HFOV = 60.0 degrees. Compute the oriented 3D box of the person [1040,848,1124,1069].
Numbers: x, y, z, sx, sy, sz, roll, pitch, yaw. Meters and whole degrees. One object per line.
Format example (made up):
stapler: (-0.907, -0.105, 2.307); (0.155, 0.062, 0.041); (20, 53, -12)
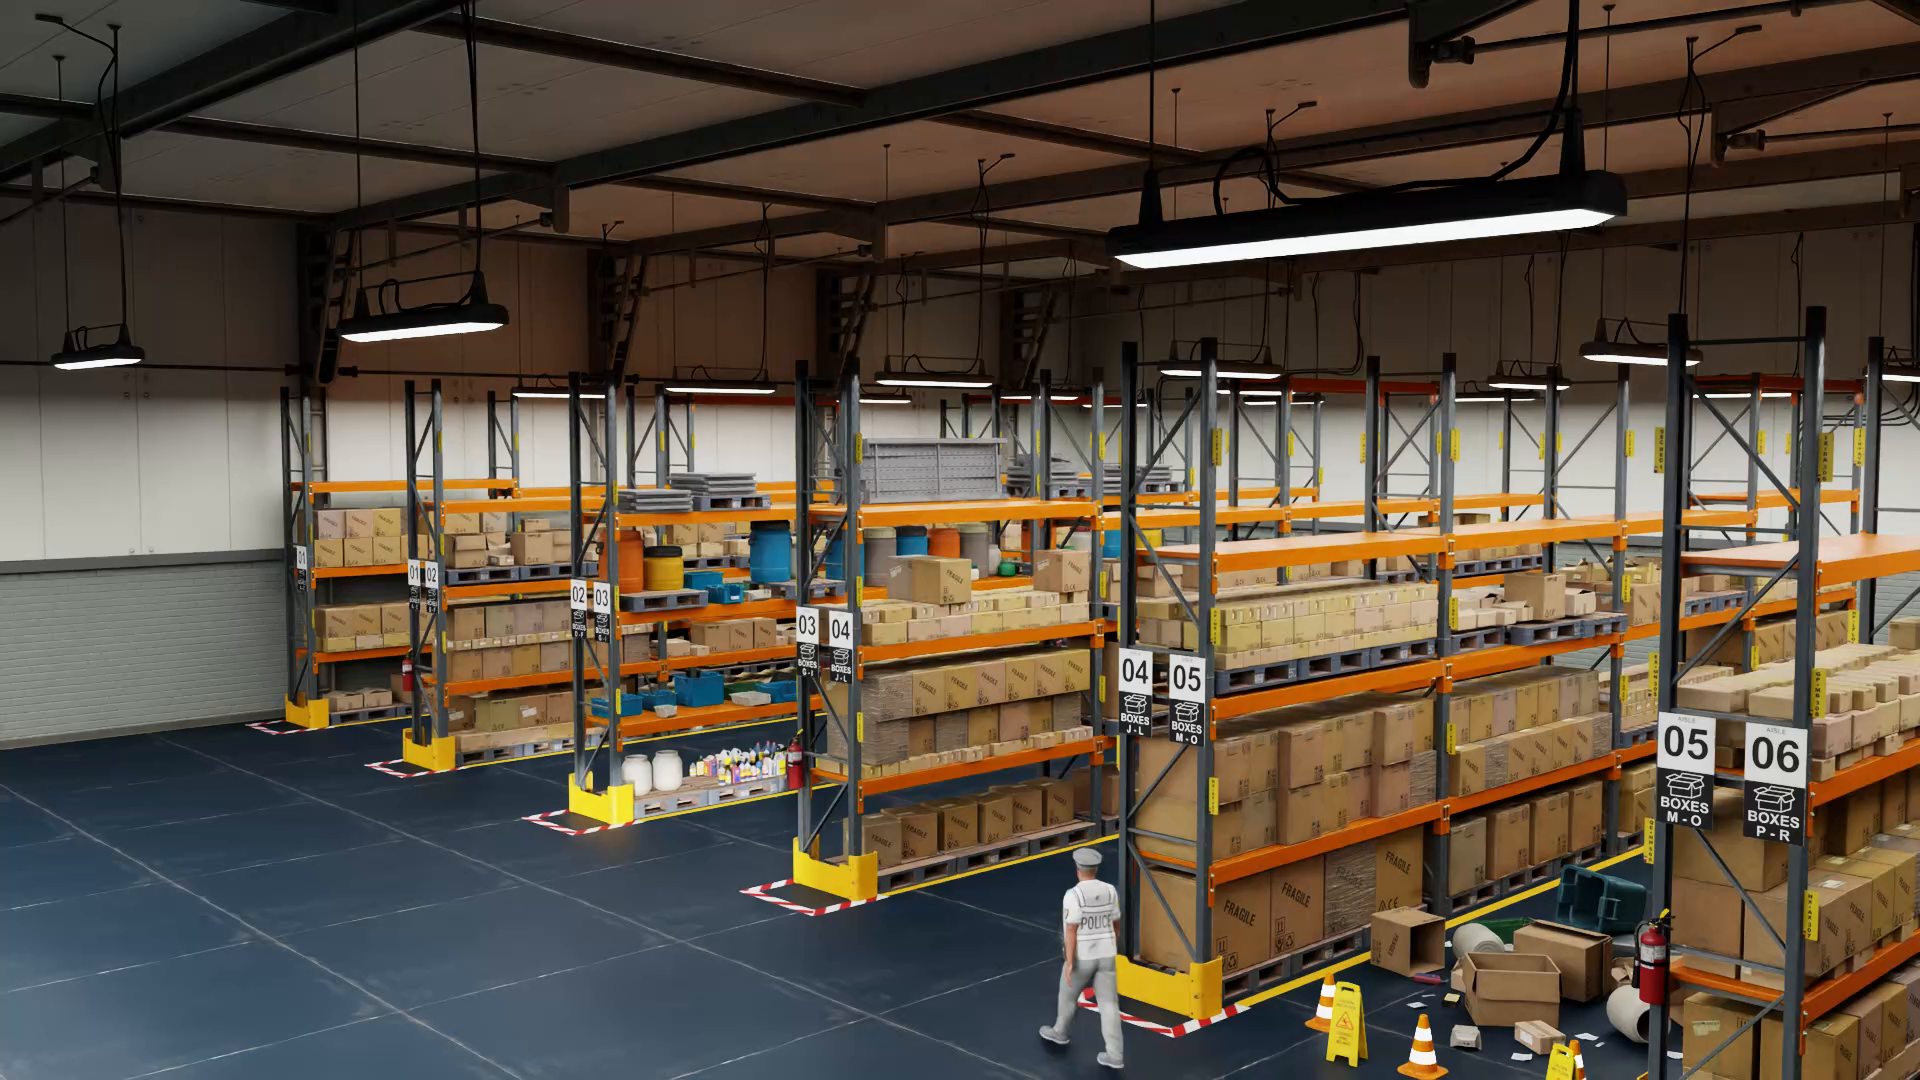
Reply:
person: (1.052, 3.407, 13.761); (0.584, 1.692, 1.034); (-2, 4, -23)
